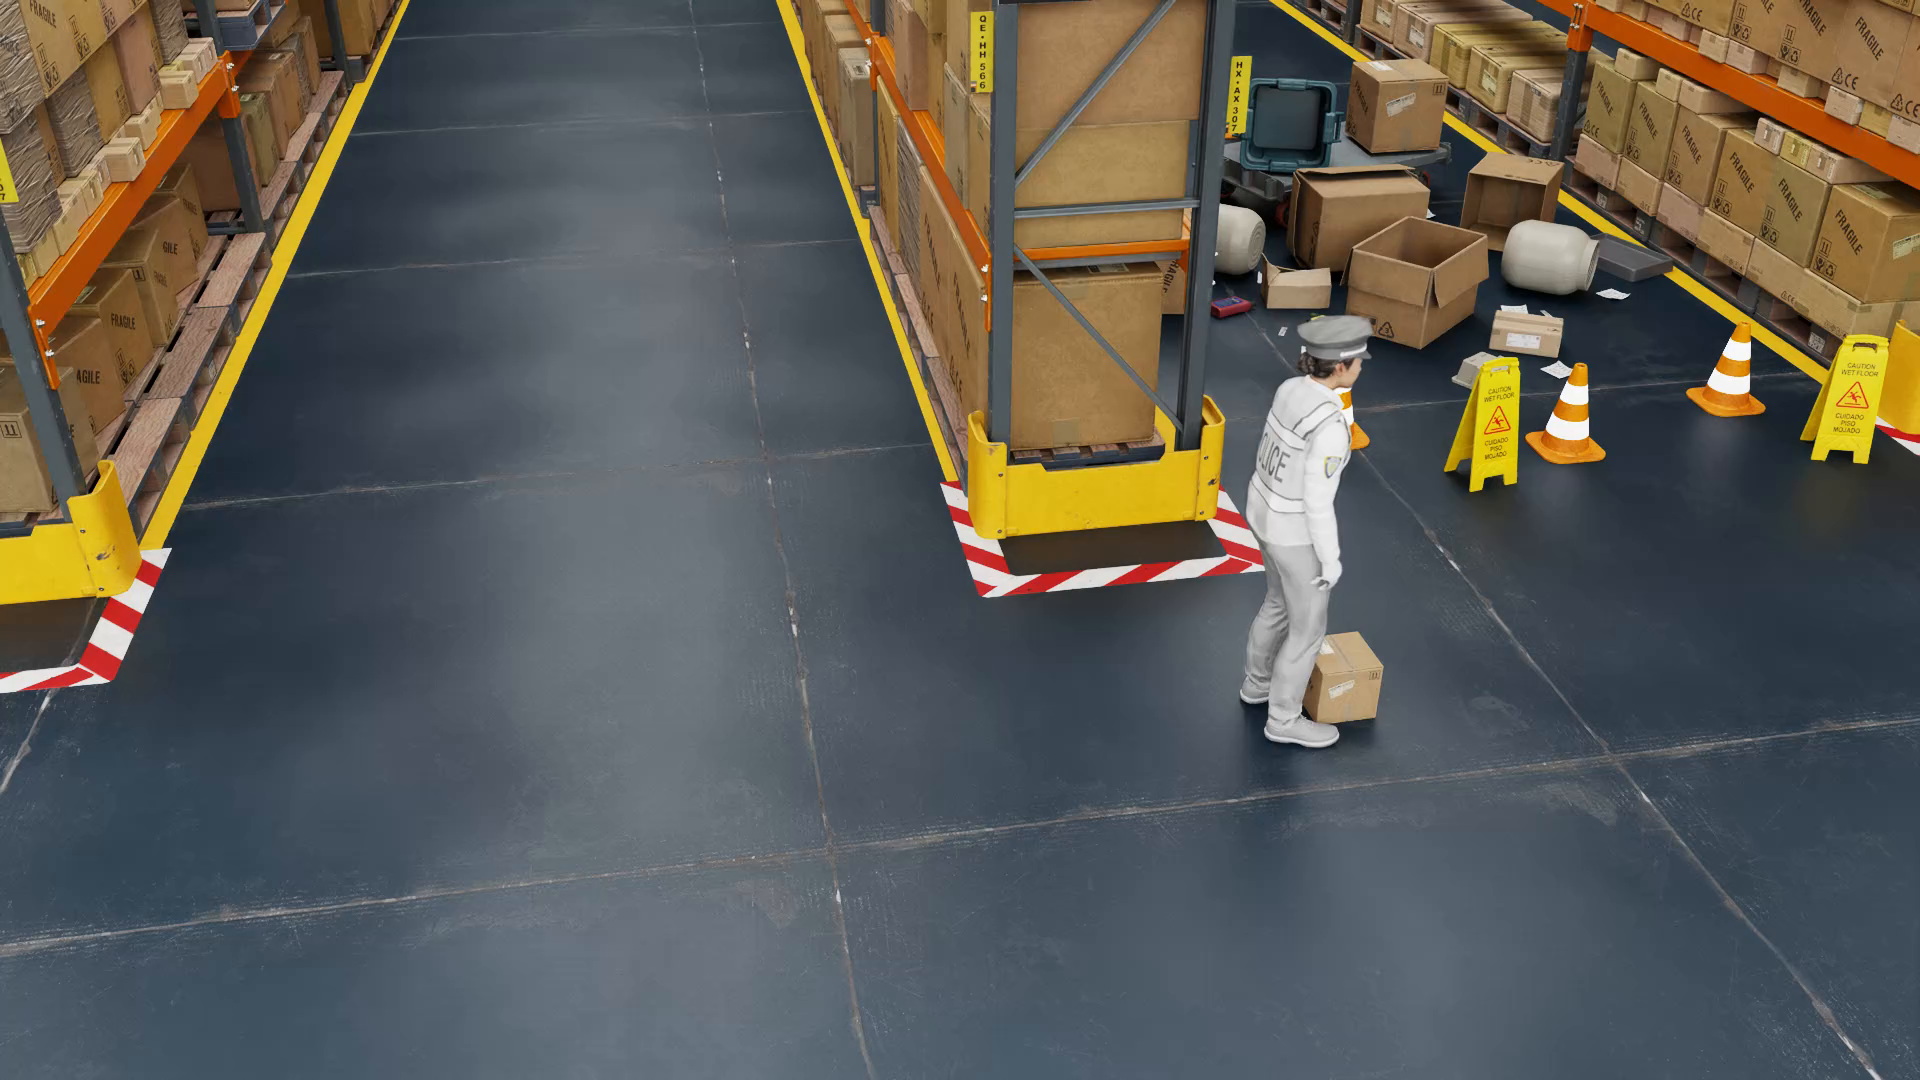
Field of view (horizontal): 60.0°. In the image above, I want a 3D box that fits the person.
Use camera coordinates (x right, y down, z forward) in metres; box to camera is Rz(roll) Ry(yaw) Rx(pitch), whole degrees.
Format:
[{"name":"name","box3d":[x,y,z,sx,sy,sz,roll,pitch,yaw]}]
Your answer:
[{"name":"person","box3d":[1.264,-0.032,6.182,0.373,1.664,0.528,-5,31,-9]}]
